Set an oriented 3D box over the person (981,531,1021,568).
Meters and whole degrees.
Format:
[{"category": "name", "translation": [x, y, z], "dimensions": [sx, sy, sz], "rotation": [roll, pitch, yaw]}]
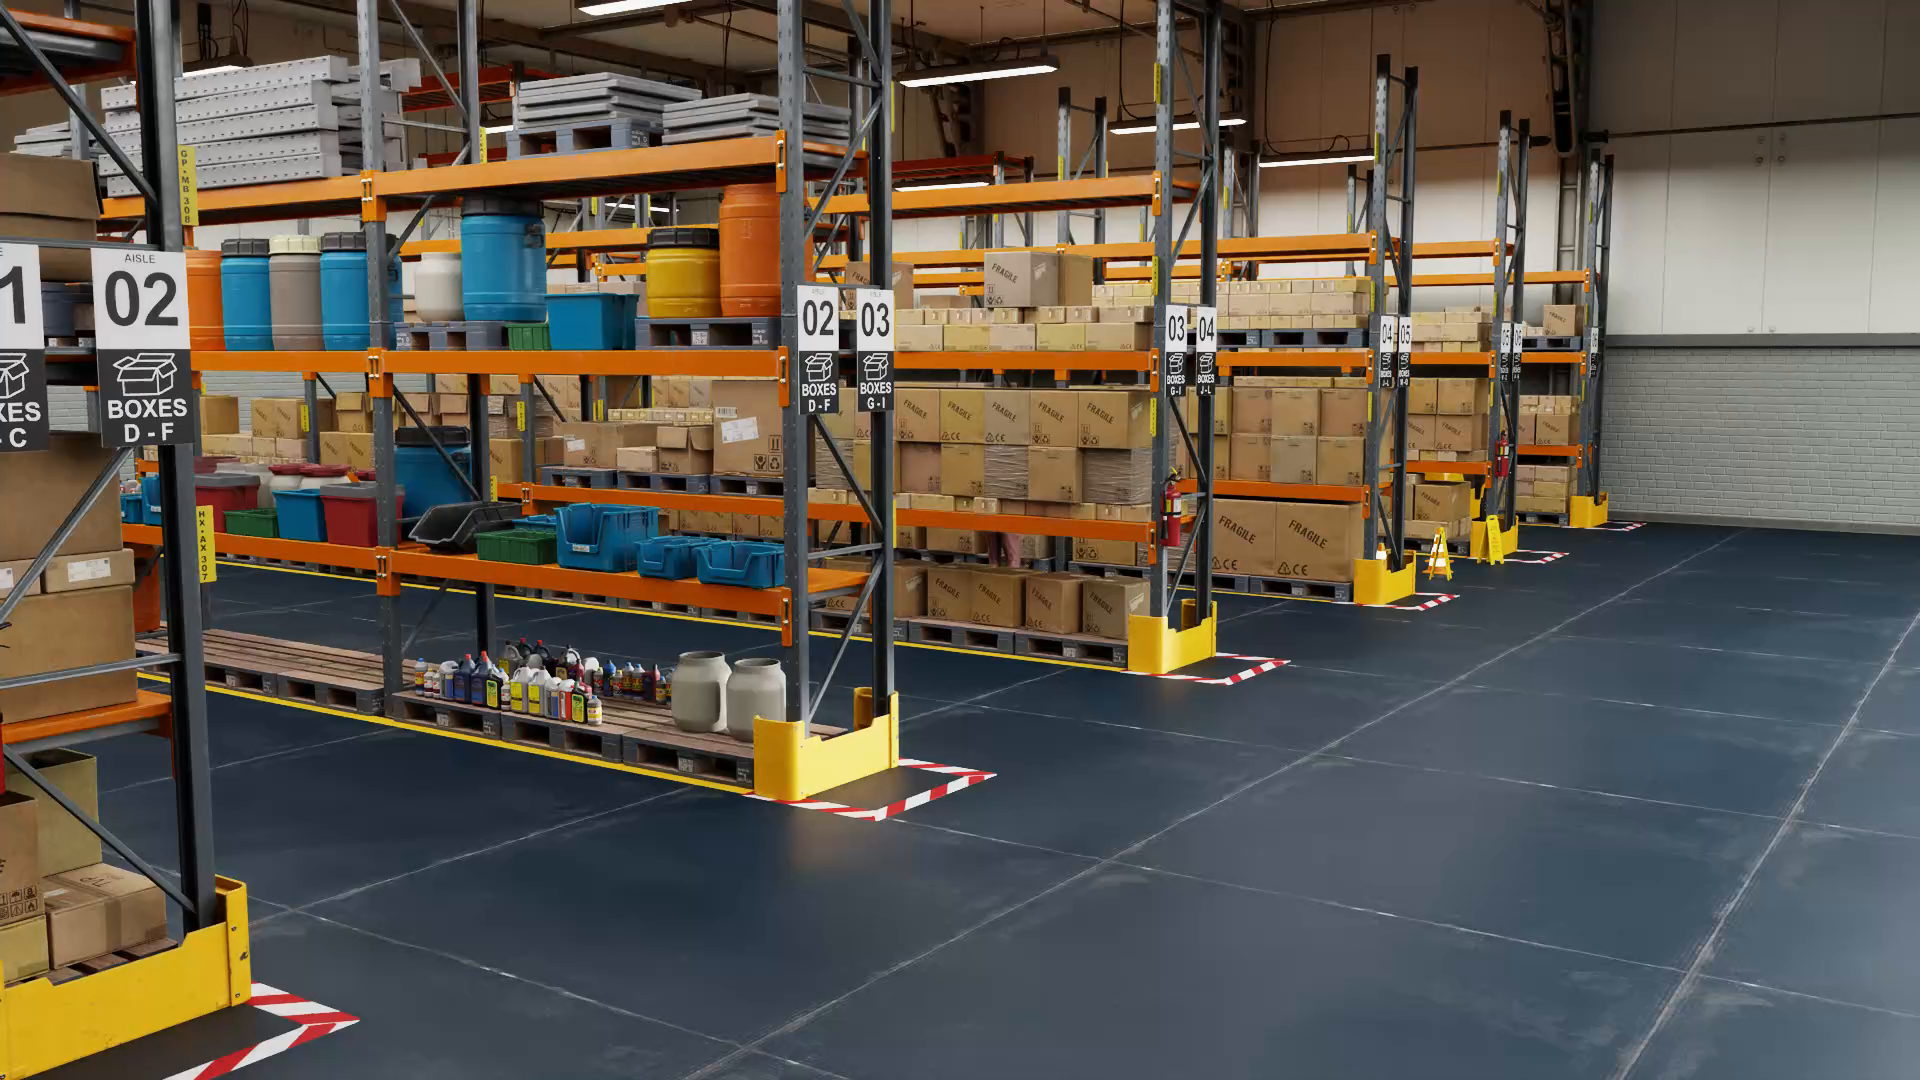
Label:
[{"category": "person", "translation": [0.471, -0.126, 18.602], "dimensions": [0.519, 1.671, 0.366], "rotation": [4, 7, 30]}]
